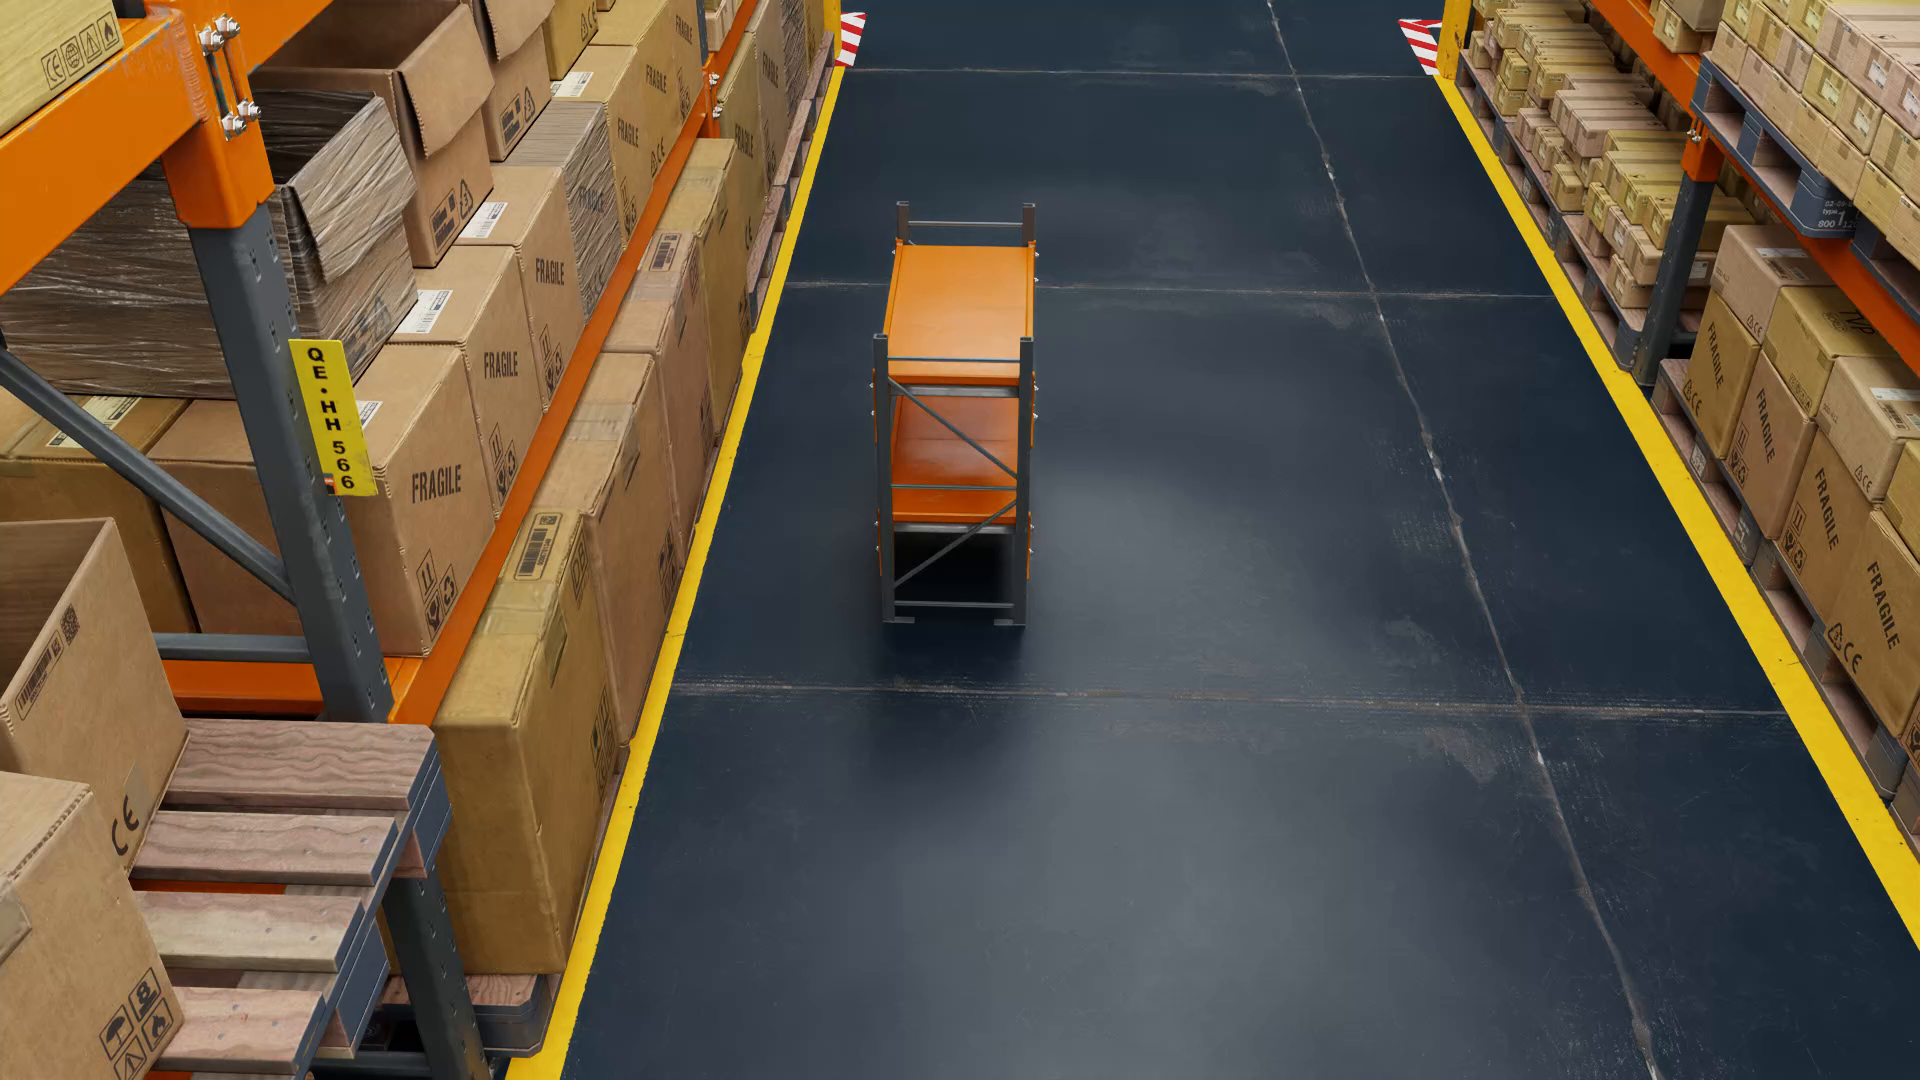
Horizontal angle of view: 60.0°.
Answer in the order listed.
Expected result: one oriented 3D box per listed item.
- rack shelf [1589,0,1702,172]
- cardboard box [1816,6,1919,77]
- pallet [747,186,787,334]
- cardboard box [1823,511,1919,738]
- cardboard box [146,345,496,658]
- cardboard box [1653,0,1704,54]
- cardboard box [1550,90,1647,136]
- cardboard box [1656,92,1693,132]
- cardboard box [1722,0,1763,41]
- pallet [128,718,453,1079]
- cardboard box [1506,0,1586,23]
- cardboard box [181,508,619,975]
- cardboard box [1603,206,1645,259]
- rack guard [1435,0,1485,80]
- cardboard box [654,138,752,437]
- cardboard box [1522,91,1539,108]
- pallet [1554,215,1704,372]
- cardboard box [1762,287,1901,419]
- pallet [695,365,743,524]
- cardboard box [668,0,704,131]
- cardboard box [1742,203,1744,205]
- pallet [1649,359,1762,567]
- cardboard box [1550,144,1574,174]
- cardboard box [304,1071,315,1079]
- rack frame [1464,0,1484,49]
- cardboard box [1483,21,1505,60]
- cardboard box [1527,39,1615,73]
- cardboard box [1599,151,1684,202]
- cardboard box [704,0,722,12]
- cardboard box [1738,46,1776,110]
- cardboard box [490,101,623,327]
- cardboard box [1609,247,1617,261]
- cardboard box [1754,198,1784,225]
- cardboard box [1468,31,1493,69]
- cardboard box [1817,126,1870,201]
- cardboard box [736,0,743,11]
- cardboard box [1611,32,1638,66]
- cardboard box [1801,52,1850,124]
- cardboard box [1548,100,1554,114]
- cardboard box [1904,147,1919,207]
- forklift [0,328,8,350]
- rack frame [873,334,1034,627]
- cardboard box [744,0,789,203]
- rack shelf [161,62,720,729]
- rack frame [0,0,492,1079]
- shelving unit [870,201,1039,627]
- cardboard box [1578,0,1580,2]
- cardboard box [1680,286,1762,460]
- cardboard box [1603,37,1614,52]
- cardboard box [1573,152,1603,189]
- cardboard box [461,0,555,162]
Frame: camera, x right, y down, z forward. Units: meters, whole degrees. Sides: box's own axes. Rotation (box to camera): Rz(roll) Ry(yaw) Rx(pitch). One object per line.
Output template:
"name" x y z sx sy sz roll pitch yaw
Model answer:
"rack shelf" 3.514 -2.763 8.199 1.077 0.370 4.000 1 35 2
"cardboard box" 2.928 -1.554 5.189 0.380 0.149 0.250 1 35 1
"pallet" -1.410 -1.375 8.024 1.003 0.211 1.213 1 35 2
"cardboard box" 3.068 0.254 5.089 0.500 0.500 0.500 0 35 0
"cardboard box" -1.388 -0.097 3.692 0.500 0.500 0.500 2 35 3
"cardboard box" 3.113 -2.126 6.885 0.380 0.149 0.250 0 35 1
"cardboard box" 3.167 -2.119 8.253 0.380 0.149 0.250 0 35 0
"cardboard box" 3.694 -2.107 8.236 0.380 0.149 0.250 0 35 0
"cardboard box" 2.958 -1.884 5.916 0.380 0.149 0.250 2 35 3
"pallet" -1.601 0.707 2.802 1.213 0.211 1.003 1 35 2
"cardboard box" 3.343 -3.001 9.509 0.380 0.149 0.250 2 35 3
"cardboard box" -1.630 0.518 4.386 1.225 0.875 0.875 0 35 0
"cardboard box" 3.127 -1.380 7.460 0.380 0.149 0.250 0 35 0
"rack guard" 3.591 -3.140 10.284 1.175 0.500 0.348 1 35 2
"cardboard box" -1.524 -1.016 6.569 1.225 0.875 0.875 1 35 2
"cardboard box" 3.287 -2.330 9.071 0.380 0.149 0.250 1 35 2
"pallet" 3.425 -1.154 7.709 1.003 0.211 1.213 1 35 2
"cardboard box" 3.121 -0.640 5.709 0.500 0.250 0.500 2 35 3
"pallet" -1.474 -0.495 6.771 1.003 0.211 1.213 1 35 2
"cardboard box" -1.264 -1.847 6.183 0.500 0.500 0.500 1 35 2
"cardboard box" 3.662 -1.525 7.667 0.380 0.149 0.250 1 35 2
"pallet" 3.404 -0.320 6.522 1.003 0.211 1.213 1 35 2
"cardboard box" 3.228 -1.890 8.445 0.380 0.149 0.250 2 35 3
"cardboard box" -1.686 1.445 3.377 0.700 0.500 0.500 0 35 -1
"rack frame" 3.594 -4.207 9.627 1.000 3.000 0.127 1 35 2
"cardboard box" 3.249 -2.883 9.599 0.380 0.149 0.250 1 35 2
"cardboard box" 3.257 -2.556 8.875 0.380 0.149 0.250 3 35 4
"cardboard box" 3.161 -1.659 7.598 0.380 0.149 0.250 1 35 1
"cardboard box" -1.238 -2.406 6.936 0.500 0.250 0.500 1 35 1
"cardboard box" 2.953 -1.603 5.775 0.380 0.149 0.250 2 35 3
"cardboard box" -1.330 -0.975 4.942 0.500 0.500 0.500 1 35 2
"cardboard box" 3.203 -1.295 7.598 0.380 0.149 0.250 2 35 3
"cardboard box" 3.654 -1.351 7.160 0.380 0.149 0.250 3 35 4
"cardboard box" 3.253 -2.919 9.908 0.380 0.149 0.250 2 35 3
"cardboard box" 2.918 -1.169 5.157 0.380 0.149 0.250 0 35 0
"cardboard box" -1.154 -2.443 7.336 0.380 0.149 0.250 2 35 3
"cardboard box" 3.802 -2.704 9.085 0.380 0.149 0.250 0 35 0
"cardboard box" 2.930 -1.437 5.281 0.380 0.149 0.250 0 35 0
"cardboard box" 3.324 -2.284 8.746 0.380 0.149 0.250 3 35 4
"cardboard box" 2.898 -0.985 4.638 0.380 0.149 0.250 1 35 1
"forklift" -3.503 -1.373 5.655 1.130 2.935 3.031 3 35 4
"rack frame" -0.020 -0.172 5.517 0.500 1.125 0.032 1 35 2
"cardboard box" -1.376 -2.278 8.366 0.875 0.875 0.875 1 35 2
"rack shelf" -1.599 -0.638 5.175 1.077 0.370 4.000 1 35 2
"rack frame" -1.676 0.217 3.333 0.949 2.616 0.053 1 35 2
"shelving unit" 0.000 -0.464 5.932 0.538 1.125 1.048 1 35 2
"cardboard box" 3.826 -3.146 9.714 0.380 0.149 0.250 2 35 2
"cardboard box" 3.139 -0.639 6.360 0.500 0.500 0.500 3 35 4
"cardboard box" 3.839 -2.726 9.375 0.380 0.149 0.250 0 35 0
"cardboard box" 3.219 -1.823 8.091 0.380 0.149 0.250 2 35 3
"cardboard box" -1.584 -1.414 4.694 0.797 0.503 0.637 2 35 3
